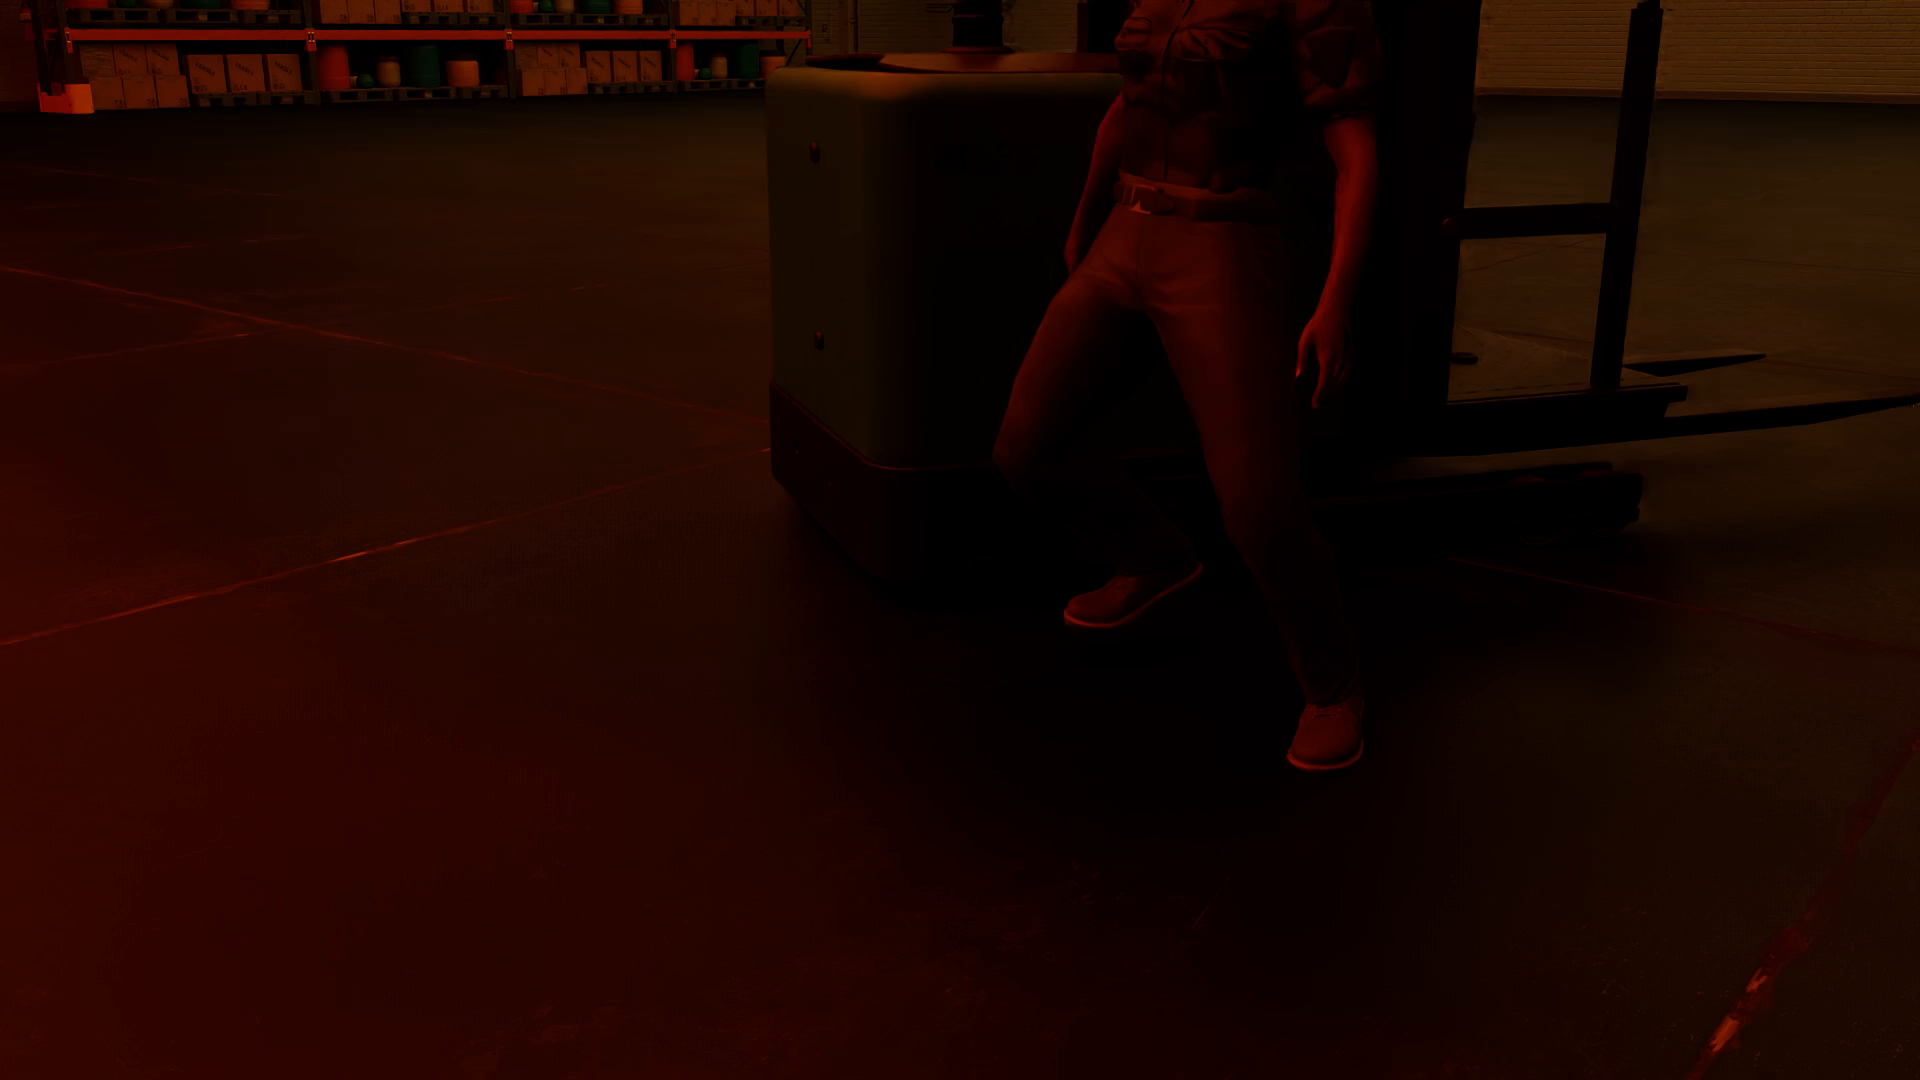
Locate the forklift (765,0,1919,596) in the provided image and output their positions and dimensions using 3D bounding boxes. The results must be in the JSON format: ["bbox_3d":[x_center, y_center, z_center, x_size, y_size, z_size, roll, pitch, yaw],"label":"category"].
[{"bbox_3d":[1.093,-1.527,3.925,3.031,2.935,1.130,-6,18,-18],"label":"forklift"}]

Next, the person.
[{"bbox_3d":[0.381,-0.455,2.783,0.470,1.575,0.823,-11,20,-32],"label":"person"}]
